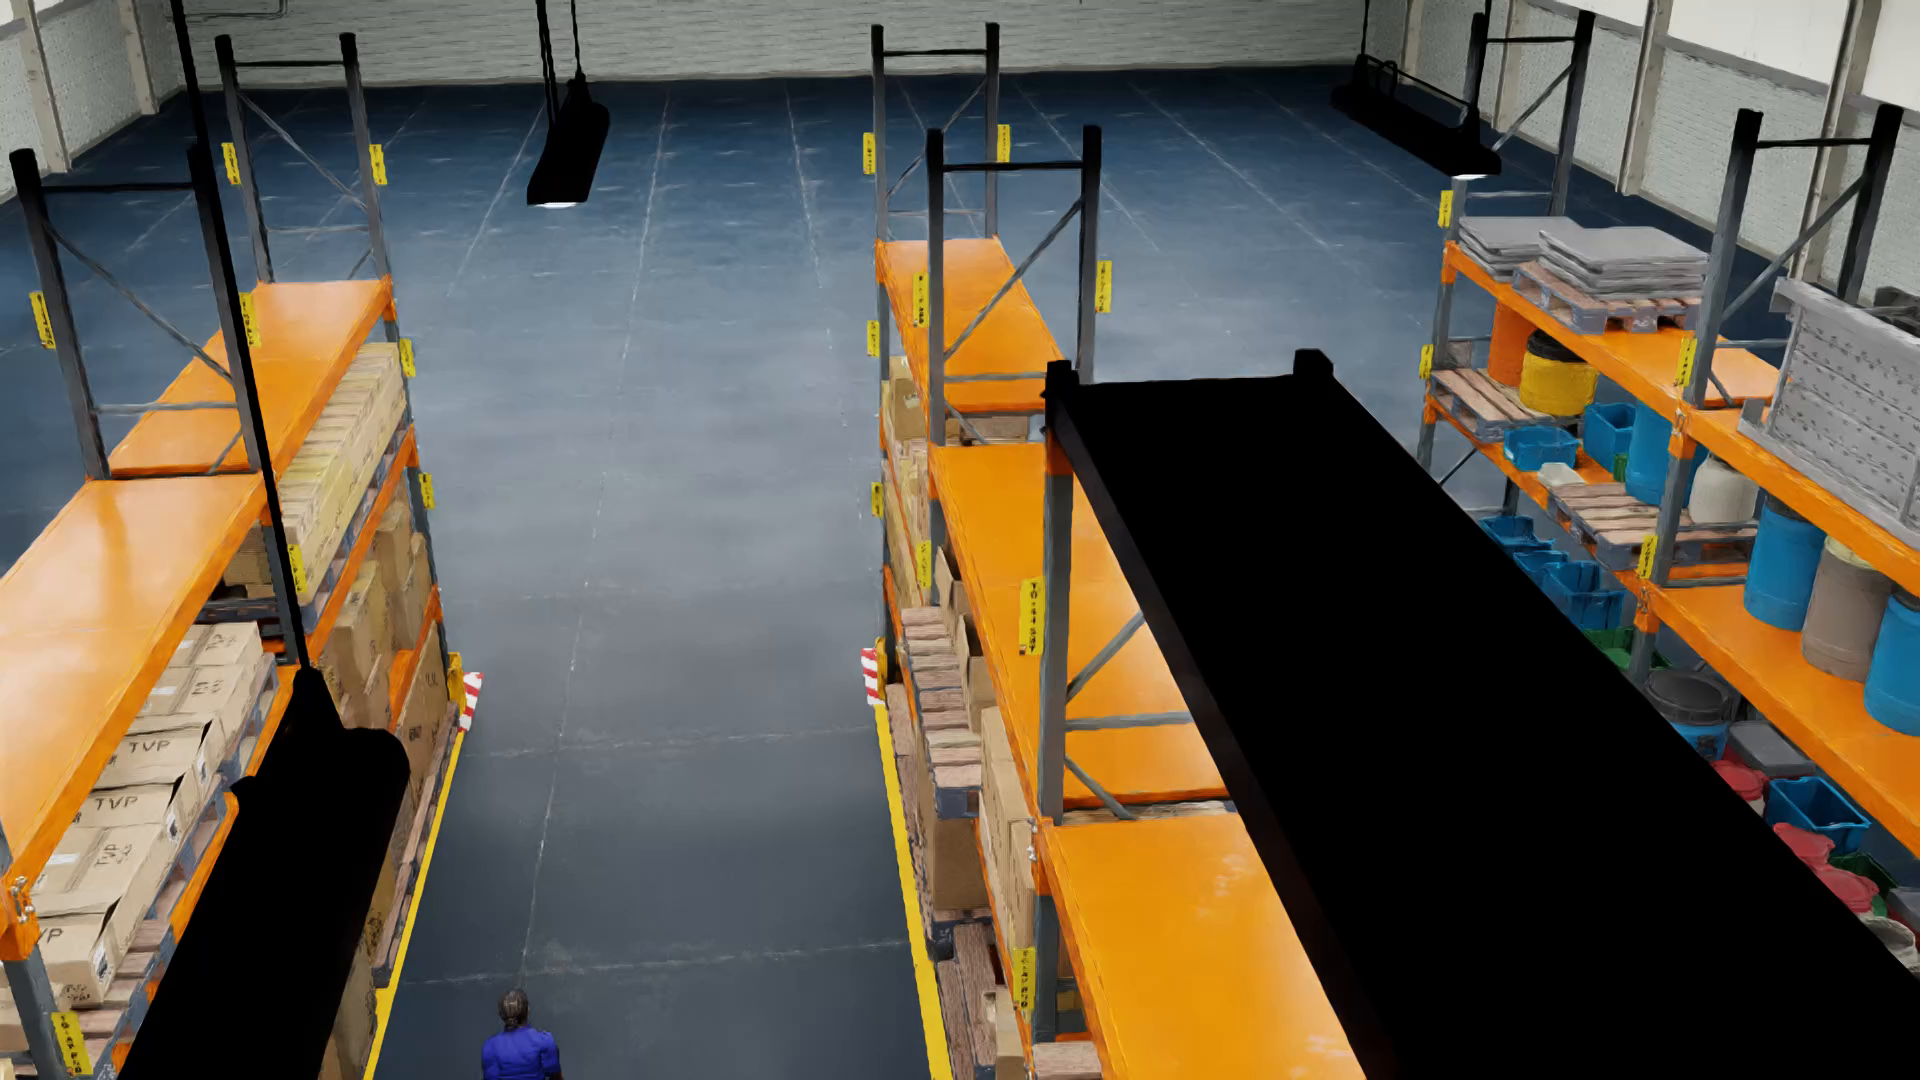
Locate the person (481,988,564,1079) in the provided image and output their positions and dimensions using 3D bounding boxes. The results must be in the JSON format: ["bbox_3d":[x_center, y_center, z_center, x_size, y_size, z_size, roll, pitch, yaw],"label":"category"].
[{"bbox_3d":[-2.526,3.301,9.717,0.447,1.574,1.087,-2,26,-5],"label":"person"}]
